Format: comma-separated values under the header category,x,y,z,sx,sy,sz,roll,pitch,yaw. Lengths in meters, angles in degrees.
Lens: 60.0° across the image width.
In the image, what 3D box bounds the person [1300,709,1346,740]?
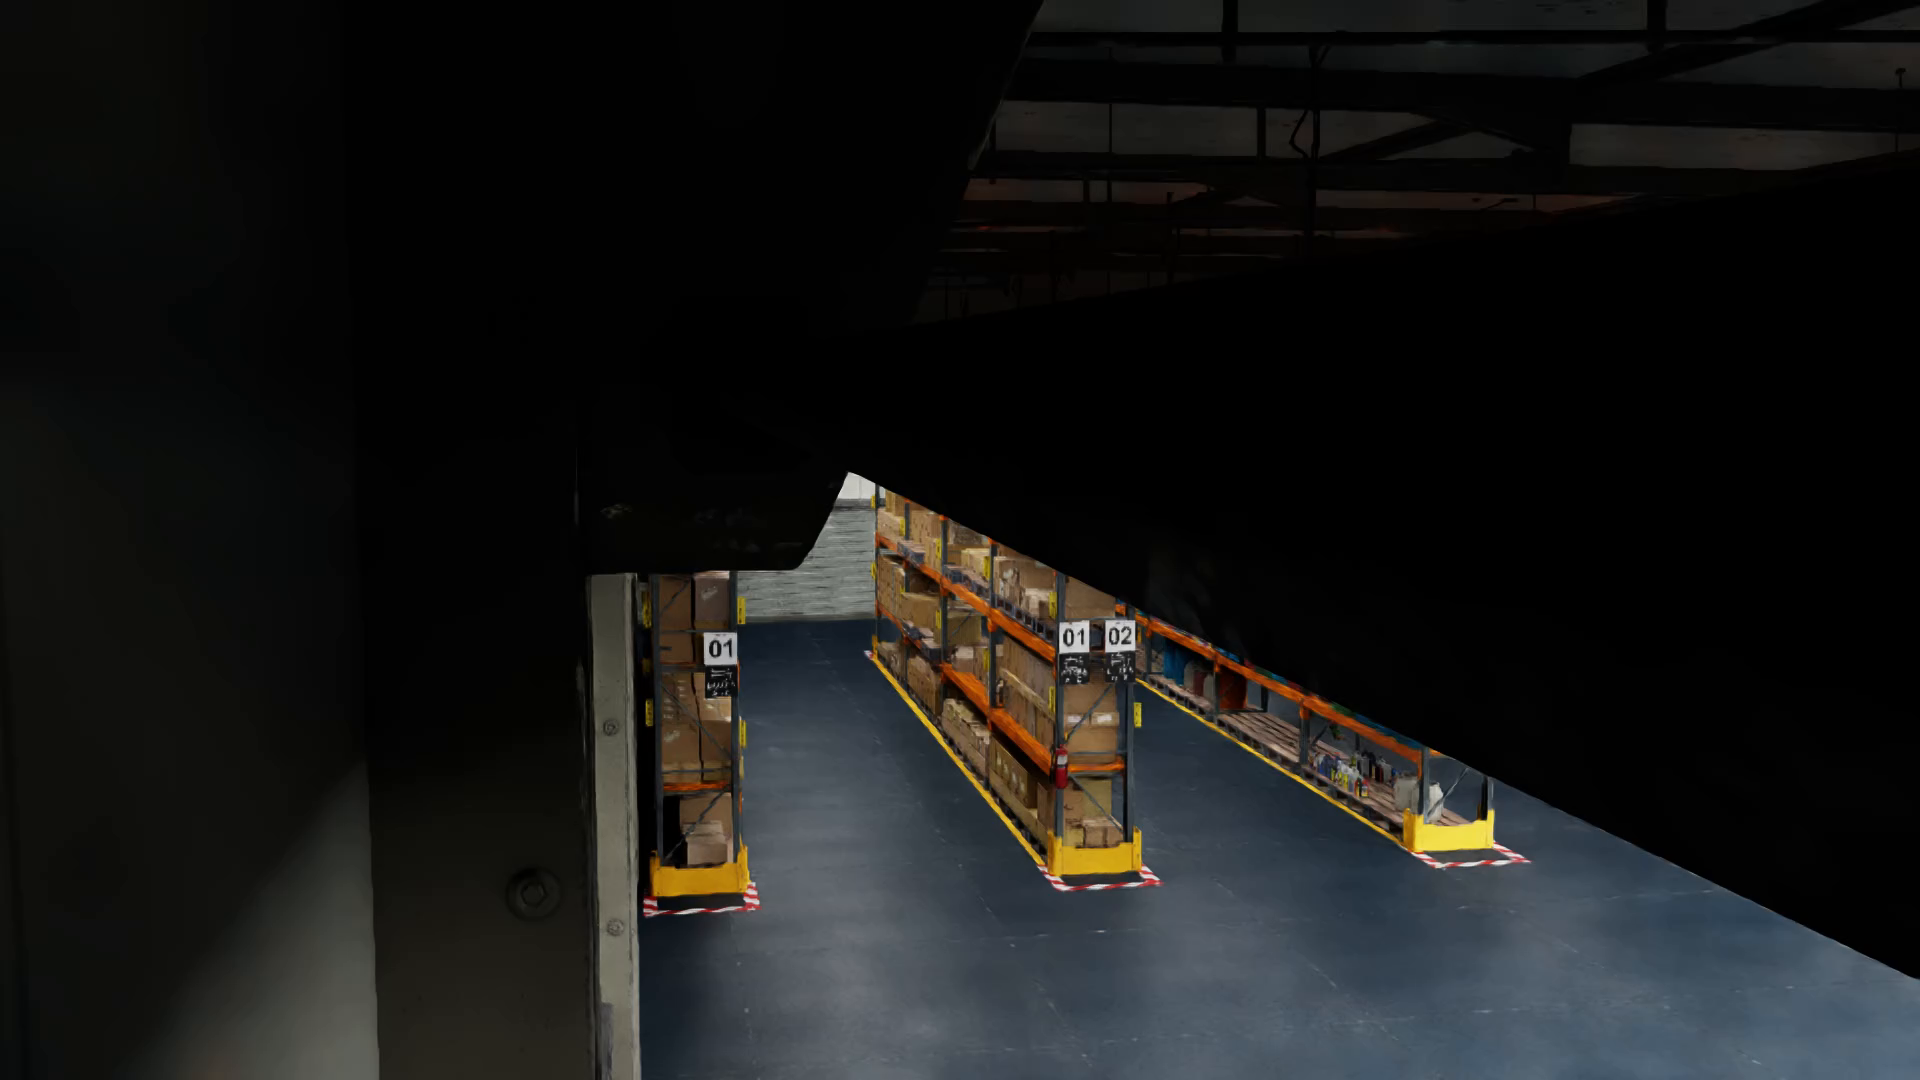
category,x,y,z,sx,sy,sz,roll,pitch,yaw
person,6.193,2.537,28.482,0.528,1.727,1.030,-2,6,-19
